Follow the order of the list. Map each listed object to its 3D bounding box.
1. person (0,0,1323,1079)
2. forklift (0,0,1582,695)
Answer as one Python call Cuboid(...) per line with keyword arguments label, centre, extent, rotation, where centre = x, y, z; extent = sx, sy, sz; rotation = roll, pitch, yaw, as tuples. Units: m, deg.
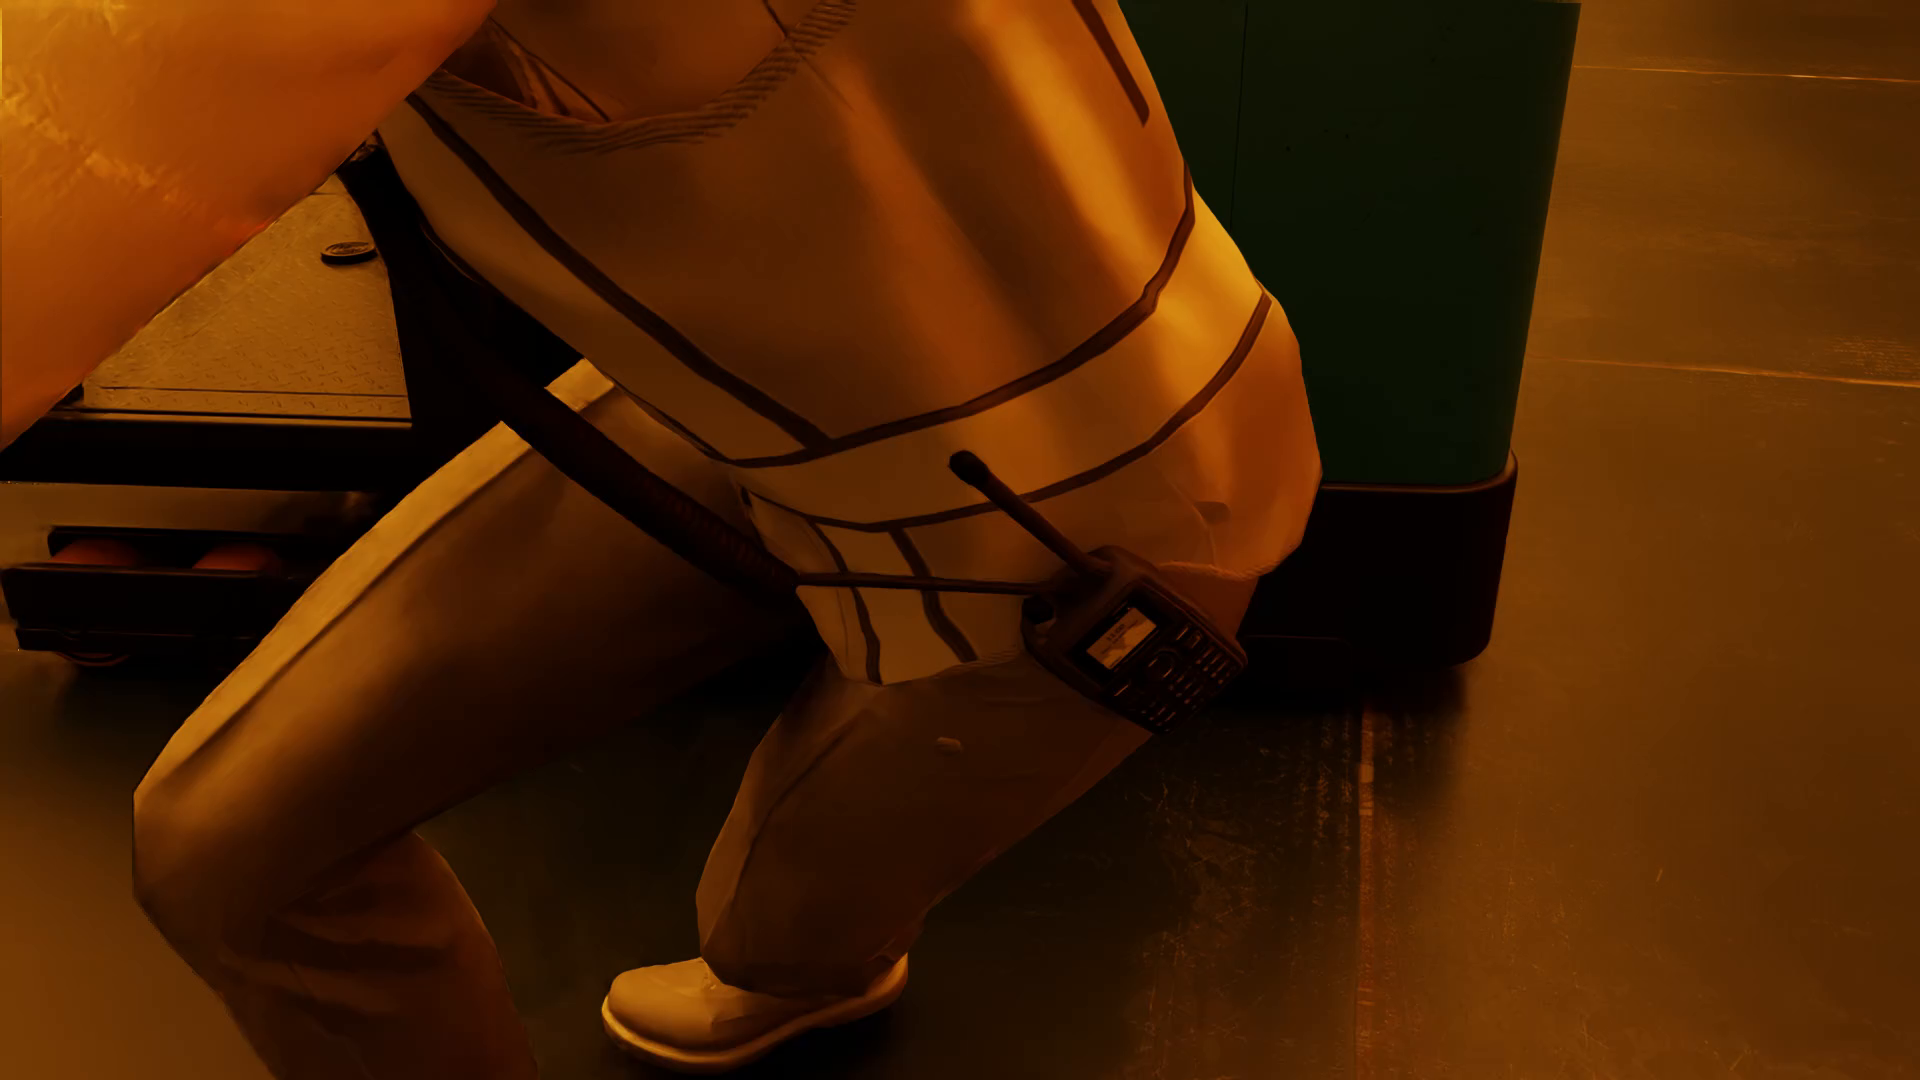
Cuboid(label="person", centre=(-0.277, -0.015, 0.877), extent=(0.836, 1.455, 0.915), rotation=(-13, 29, -23))
Cuboid(label="forklift", centre=(-0.807, -1.371, 1.963), extent=(3.031, 2.935, 1.130), rotation=(2, 27, 4))
